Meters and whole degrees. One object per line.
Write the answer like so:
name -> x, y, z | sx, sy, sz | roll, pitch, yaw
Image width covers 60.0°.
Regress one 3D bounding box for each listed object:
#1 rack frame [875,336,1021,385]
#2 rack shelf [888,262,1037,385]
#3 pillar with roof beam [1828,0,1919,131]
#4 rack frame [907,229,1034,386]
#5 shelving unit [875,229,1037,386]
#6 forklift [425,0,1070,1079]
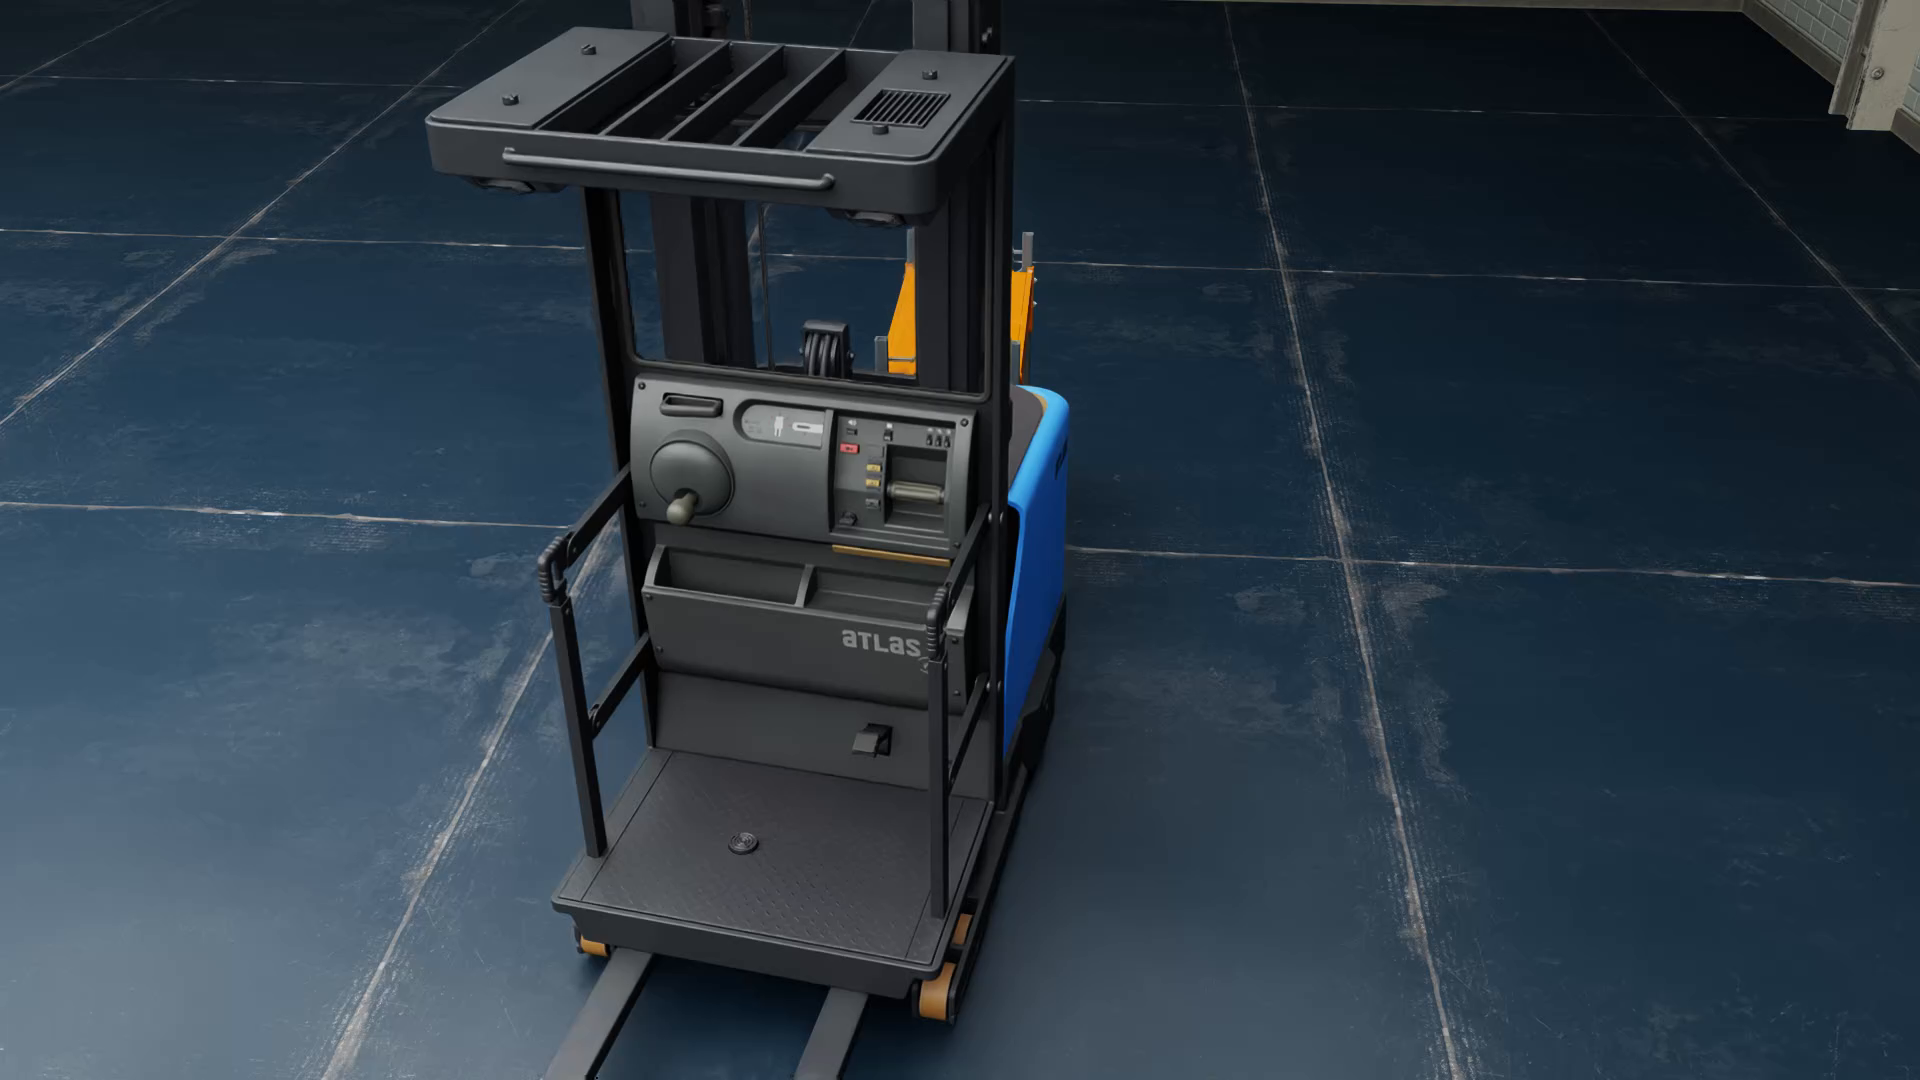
rack frame -> -0.042, -0.210, 6.018 | 0.500, 1.125, 0.032 | 2, 32, 4
rack shelf -> -0.001, -0.725, 6.296 | 0.538, 0.278, 1.000 | 2, 32, 4
pillar with roof beam -> 1.897, -6.892, 9.357 | 9.100, 9.000, 0.400 | 2, 32, 4
rack frame -> 0.041, -0.741, 6.880 | 0.500, 1.125, 0.032 | 2, 32, 4
shelving unit -> -0.001, -0.475, 6.449 | 0.538, 1.125, 1.048 | 2, 32, 4
forklift -> -0.472, -0.144, 4.190 | 1.130, 2.935, 3.031 | 7, 32, 12
